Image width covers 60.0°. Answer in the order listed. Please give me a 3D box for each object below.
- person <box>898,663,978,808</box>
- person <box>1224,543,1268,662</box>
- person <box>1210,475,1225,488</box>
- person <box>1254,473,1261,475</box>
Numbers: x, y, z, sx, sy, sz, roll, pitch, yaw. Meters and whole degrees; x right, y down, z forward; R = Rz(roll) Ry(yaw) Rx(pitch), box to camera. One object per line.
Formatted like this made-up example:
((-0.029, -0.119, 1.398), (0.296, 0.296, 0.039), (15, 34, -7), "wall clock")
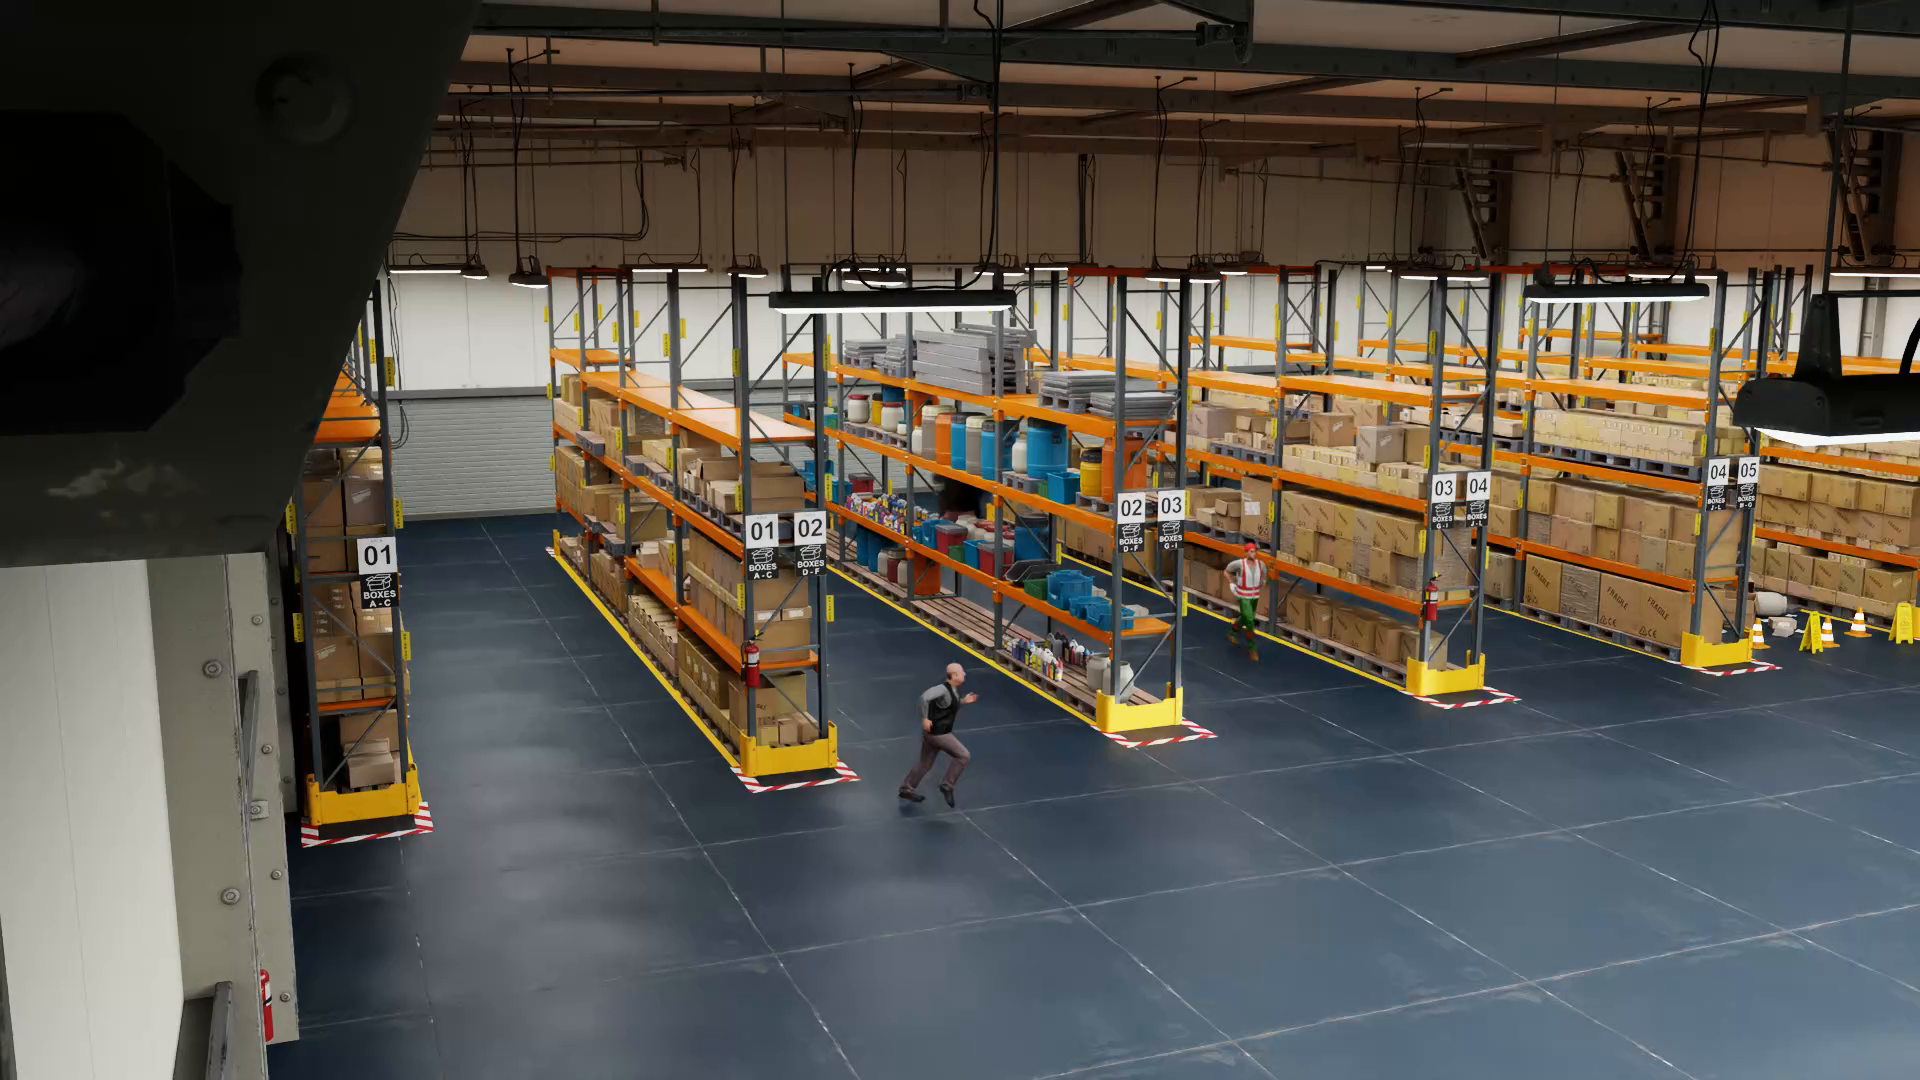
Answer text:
((-0.253, 2.225, 19.017), (0.918, 1.681, 0.646), (0, 10, 0), "person")
((4.533, 0.931, 26.223), (0.622, 1.835, 1.014), (-5, 11, -27), "person")
((6.480, -1.612, 41.462), (0.472, 1.555, 0.614), (5, 11, 29), "person")
((6.277, -0.628, 35.011), (0.741, 1.792, 0.899), (-5, 11, -28), "person")
